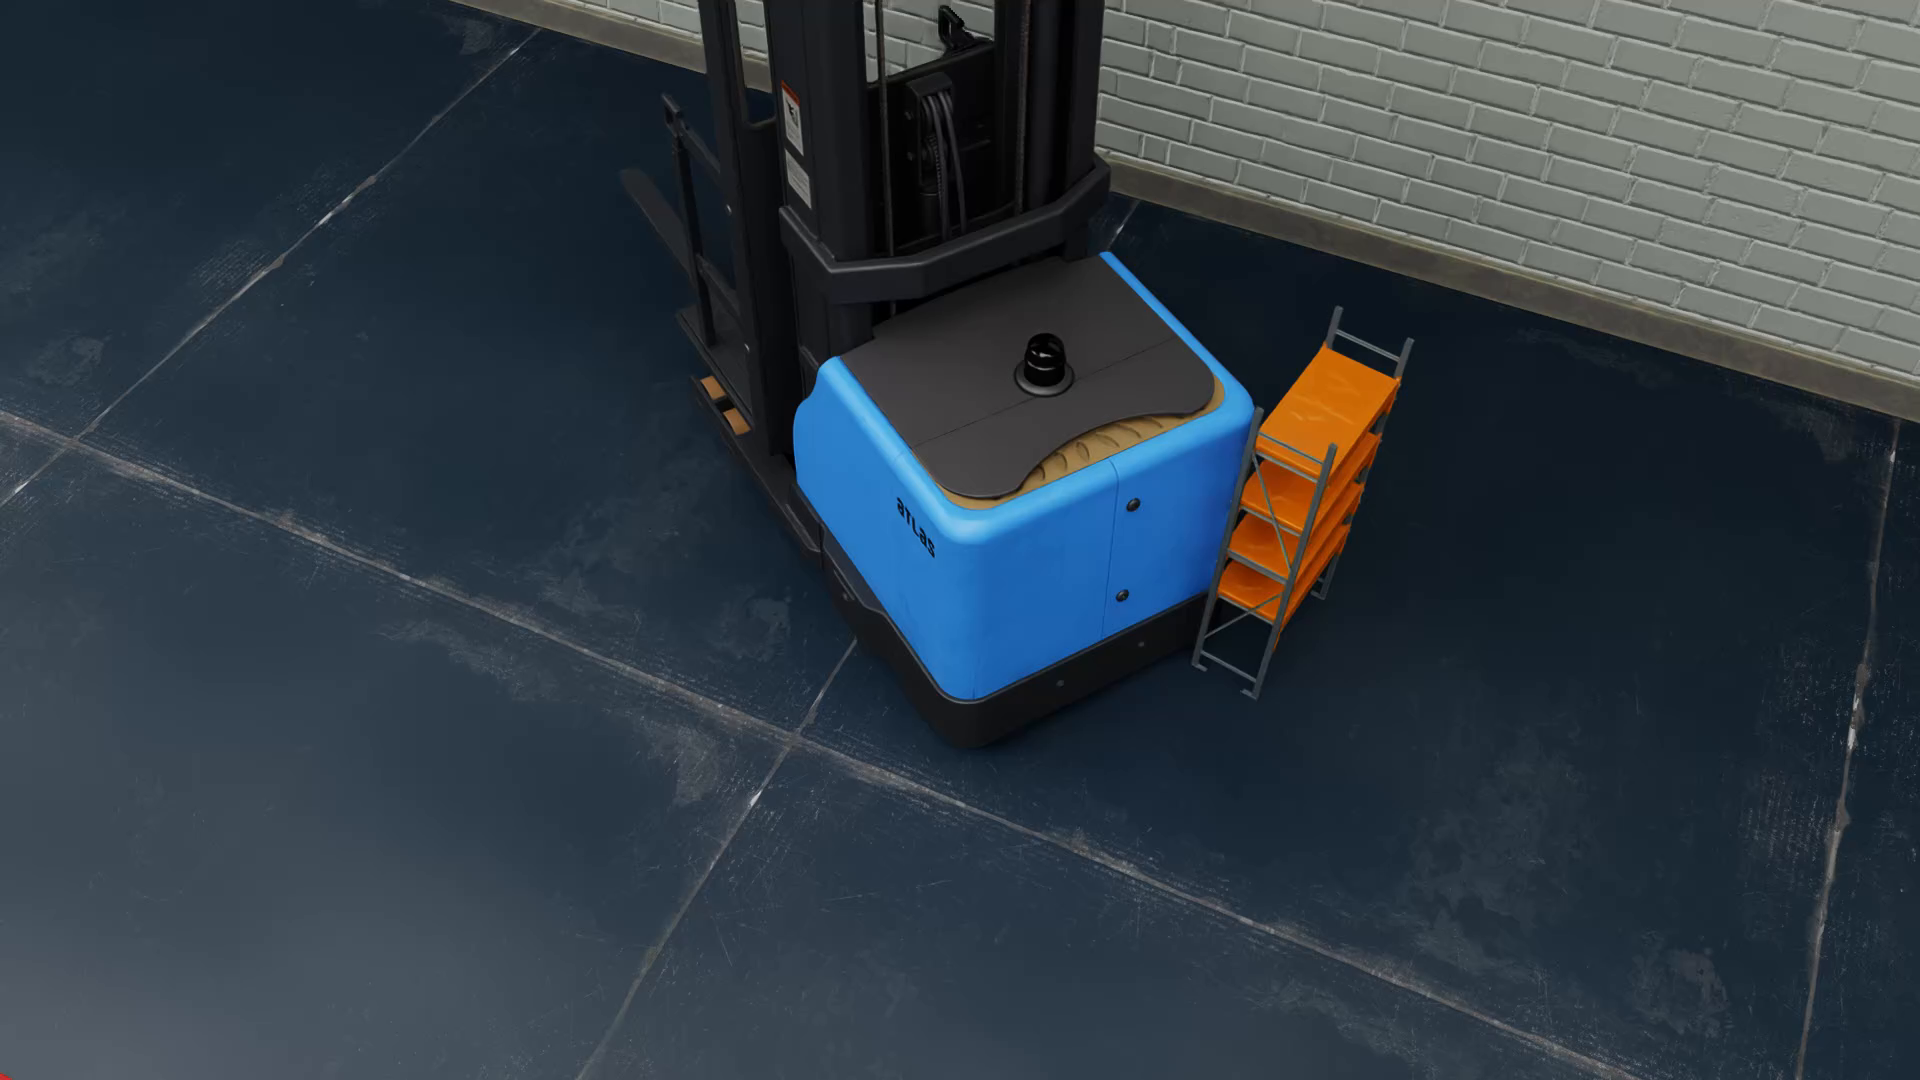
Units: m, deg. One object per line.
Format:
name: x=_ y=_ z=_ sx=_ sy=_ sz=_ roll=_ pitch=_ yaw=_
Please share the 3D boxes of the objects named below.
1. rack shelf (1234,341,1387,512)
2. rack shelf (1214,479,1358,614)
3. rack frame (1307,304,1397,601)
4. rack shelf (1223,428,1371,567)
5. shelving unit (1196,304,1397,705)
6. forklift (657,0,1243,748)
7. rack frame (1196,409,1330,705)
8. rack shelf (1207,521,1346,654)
rack shelf: x=0.996 y=-0.328 z=4.725 sx=0.258 sy=0.148 sz=0.480 roll=24 pitch=54 yaw=19
rack shelf: x=0.995 y=-0.030 z=5.076 sx=0.258 sy=0.148 sz=0.480 roll=24 pitch=54 yaw=19
rack frame: x=1.119 y=-0.234 z=5.161 sx=0.240 sy=1.200 sz=0.015 roll=24 pitch=54 yaw=19
rack shelf: x=0.996 y=-0.175 z=4.905 sx=0.258 sy=0.148 sz=0.480 roll=24 pitch=54 yaw=19
shelving unit: x=0.995 y=-0.073 z=5.025 sx=0.258 sy=1.200 sz=0.503 roll=24 pitch=54 yaw=19
forklift: x=-0.280 y=-1.447 z=5.057 sx=1.130 sy=2.935 sz=3.031 roll=-20 pitch=53 yaw=-16
rack frame: x=0.872 y=0.087 z=4.888 sx=0.240 sy=1.200 sz=0.015 roll=24 pitch=54 yaw=19
rack shelf: x=0.995 y=0.099 z=5.227 sx=0.258 sy=0.148 sz=0.480 roll=24 pitch=54 yaw=19
